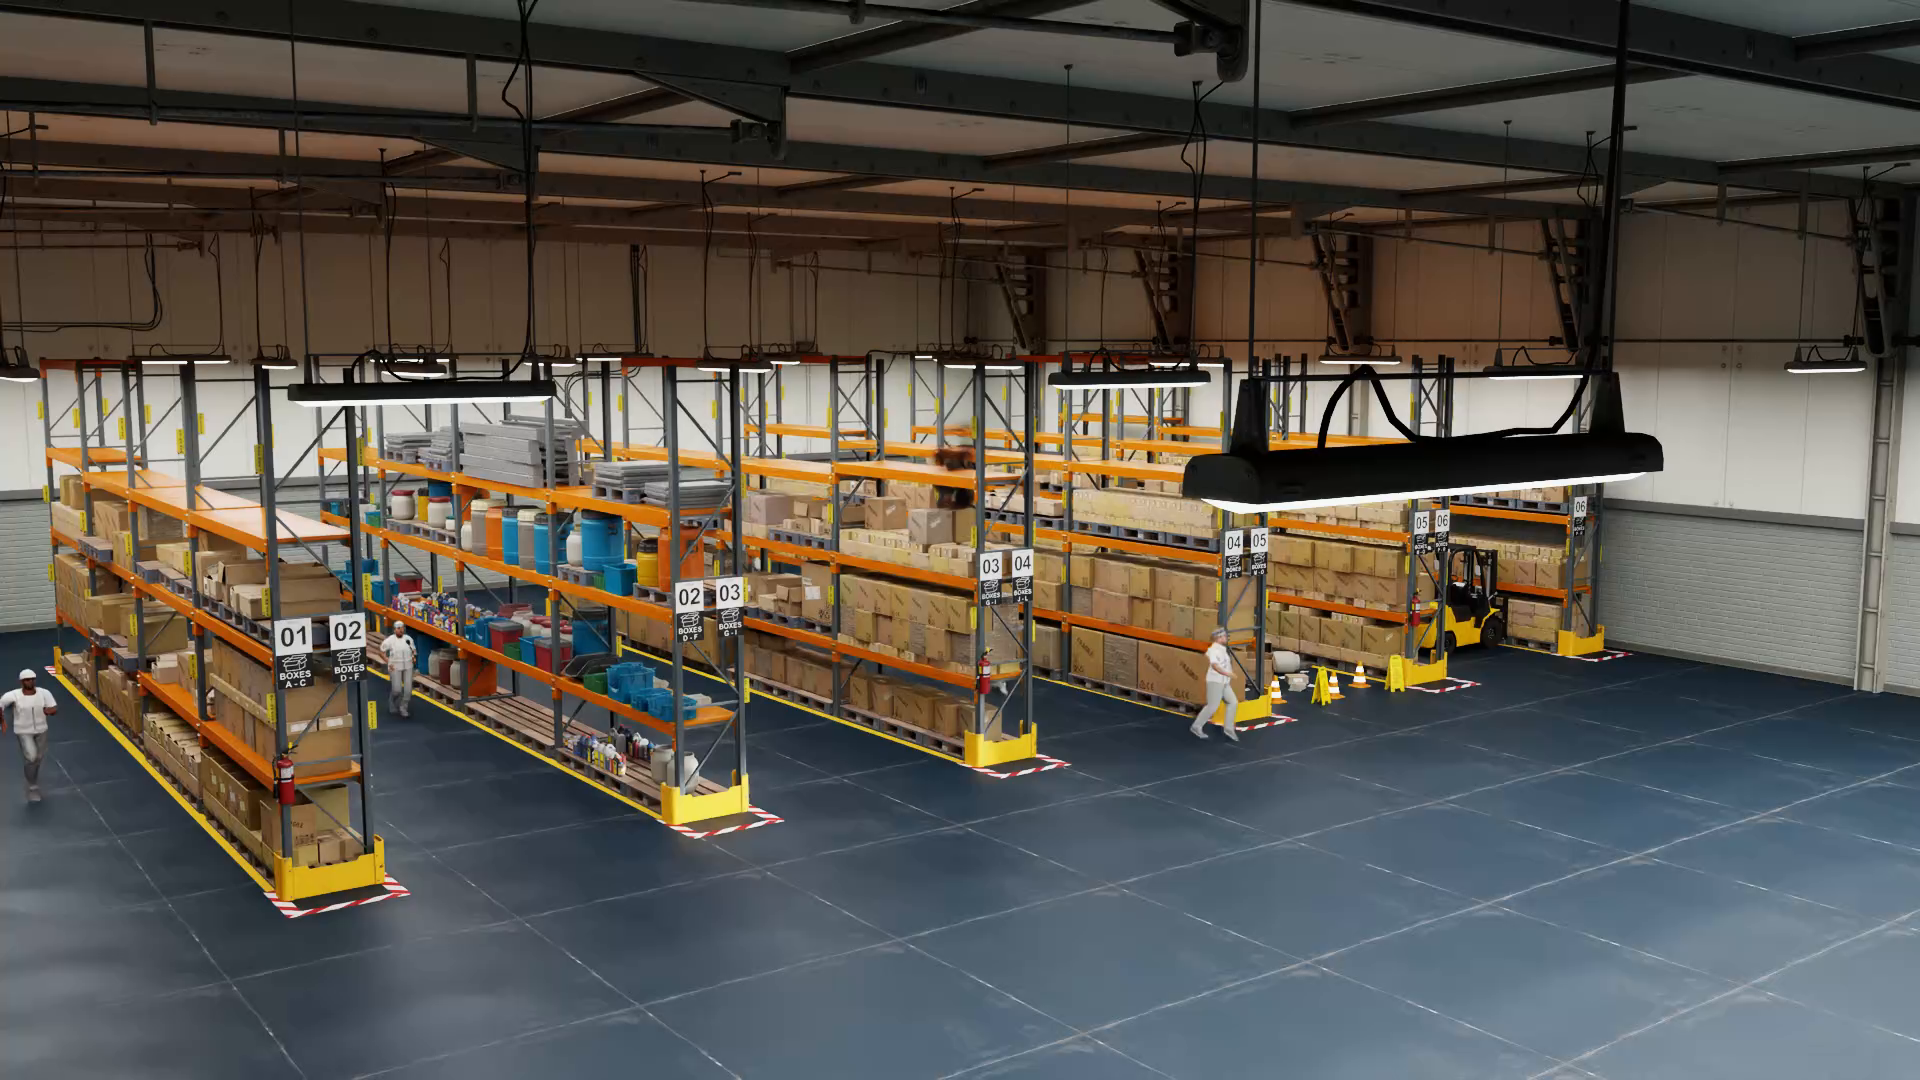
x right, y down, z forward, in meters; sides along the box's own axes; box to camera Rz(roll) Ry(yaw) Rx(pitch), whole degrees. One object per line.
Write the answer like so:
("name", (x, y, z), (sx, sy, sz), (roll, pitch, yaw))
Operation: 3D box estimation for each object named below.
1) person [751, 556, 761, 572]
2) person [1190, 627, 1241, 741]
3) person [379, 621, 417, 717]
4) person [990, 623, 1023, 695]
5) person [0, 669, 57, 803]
("person", (-5.054, 0.426, 41.859), (0.699, 1.700, 0.689), (-1, 7, -6))
("person", (4.103, 2.294, 26.504), (0.796, 1.819, 0.694), (2, 7, 17))
("person", (-9.393, 2.178, 27.963), (0.599, 1.609, 0.557), (-5, 9, -36))
("person", (0.772, 1.867, 29.940), (0.757, 1.830, 0.654), (5, 9, 37))
("person", (-12.880, 2.694, 23.044), (0.781, 1.829, 0.671), (5, 9, 38))
